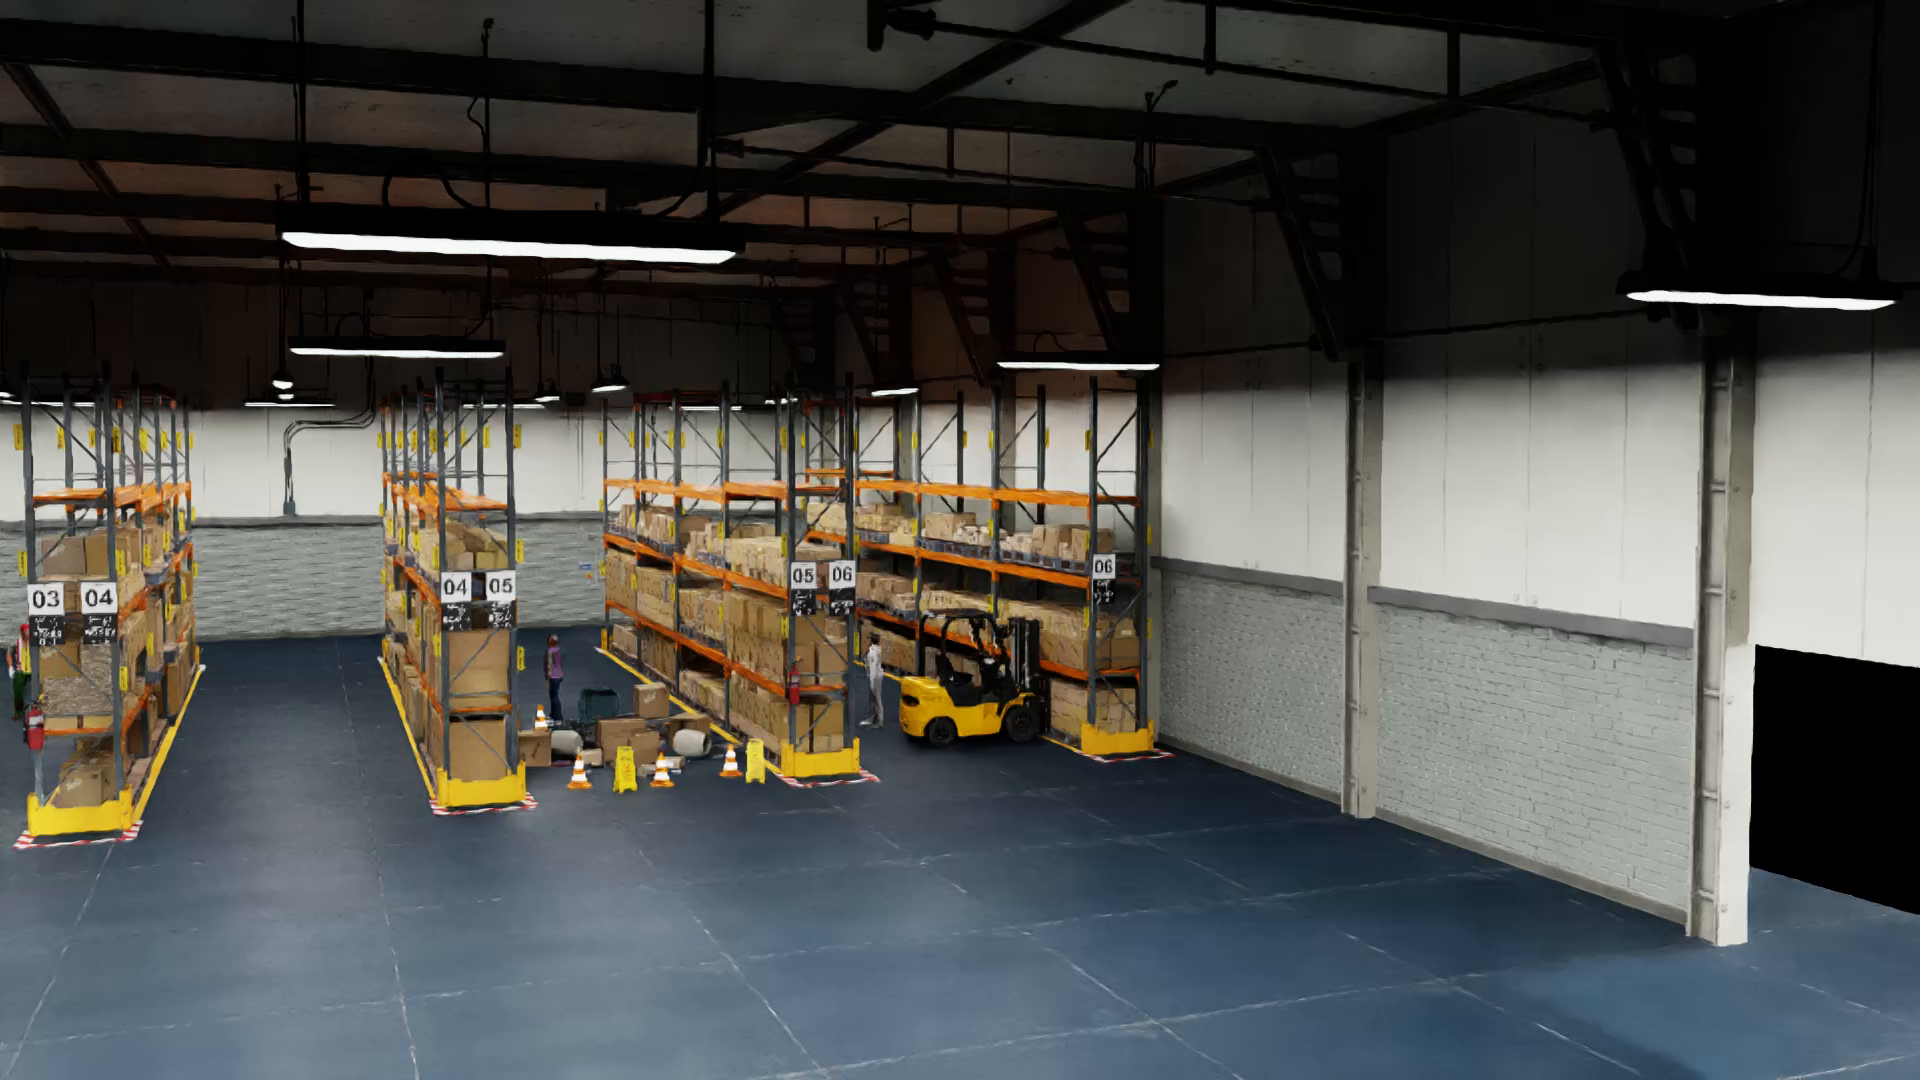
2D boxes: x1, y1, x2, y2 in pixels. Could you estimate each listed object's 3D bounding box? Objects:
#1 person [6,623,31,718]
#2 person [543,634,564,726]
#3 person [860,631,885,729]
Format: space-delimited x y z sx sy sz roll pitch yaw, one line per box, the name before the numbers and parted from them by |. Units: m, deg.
person | -16.718 2.346 29.820 0.677 1.742 0.550 -1 4 -23
person | -7.151 2.440 29.127 0.453 1.599 0.467 1 3 9
person | -1.528 2.418 28.882 0.459 1.677 0.525 0 3 8
